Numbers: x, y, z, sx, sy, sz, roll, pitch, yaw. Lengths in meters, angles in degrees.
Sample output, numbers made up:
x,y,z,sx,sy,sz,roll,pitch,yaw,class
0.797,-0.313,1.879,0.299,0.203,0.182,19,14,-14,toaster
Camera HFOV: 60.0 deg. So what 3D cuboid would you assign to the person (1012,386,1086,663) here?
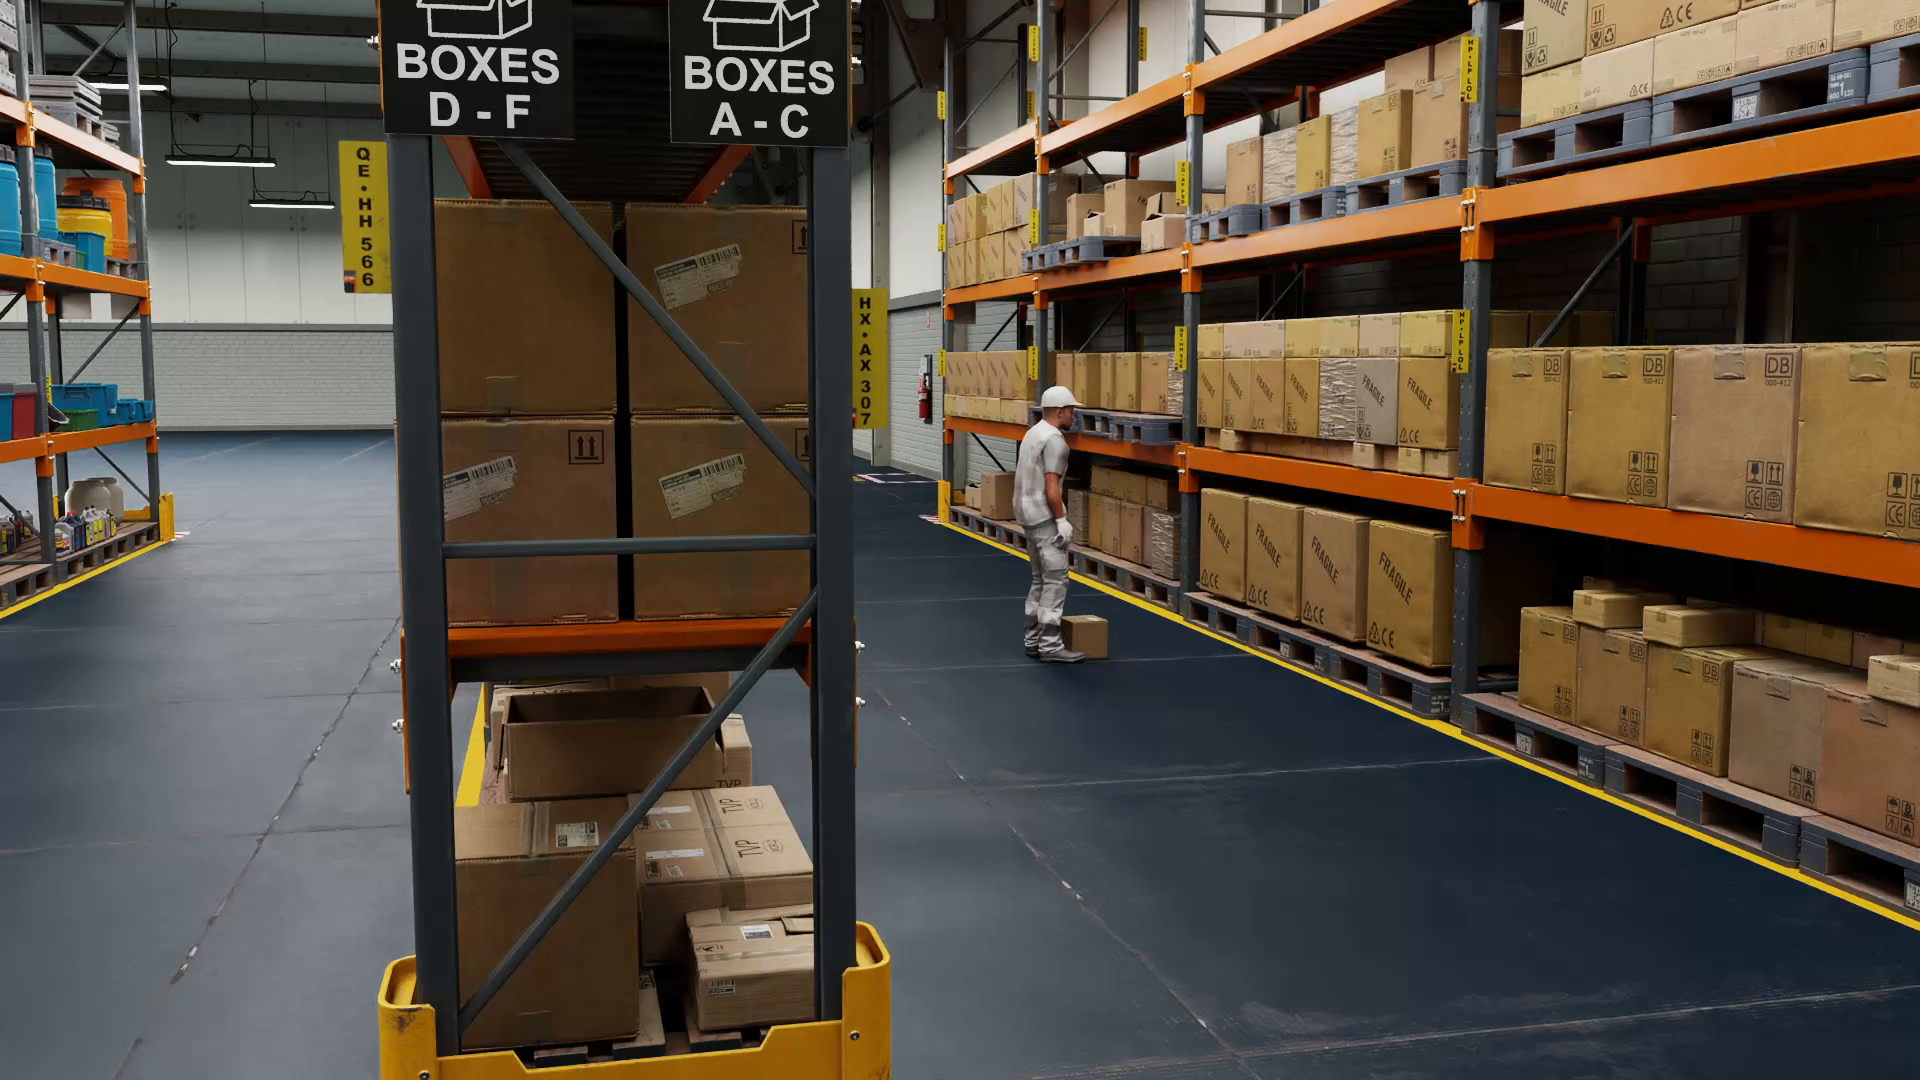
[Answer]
x,y,z,sx,sy,sz,roll,pitch,yaw,class
0.588,-0.109,10.857,0.451,1.778,0.598,-2,6,-14,person
